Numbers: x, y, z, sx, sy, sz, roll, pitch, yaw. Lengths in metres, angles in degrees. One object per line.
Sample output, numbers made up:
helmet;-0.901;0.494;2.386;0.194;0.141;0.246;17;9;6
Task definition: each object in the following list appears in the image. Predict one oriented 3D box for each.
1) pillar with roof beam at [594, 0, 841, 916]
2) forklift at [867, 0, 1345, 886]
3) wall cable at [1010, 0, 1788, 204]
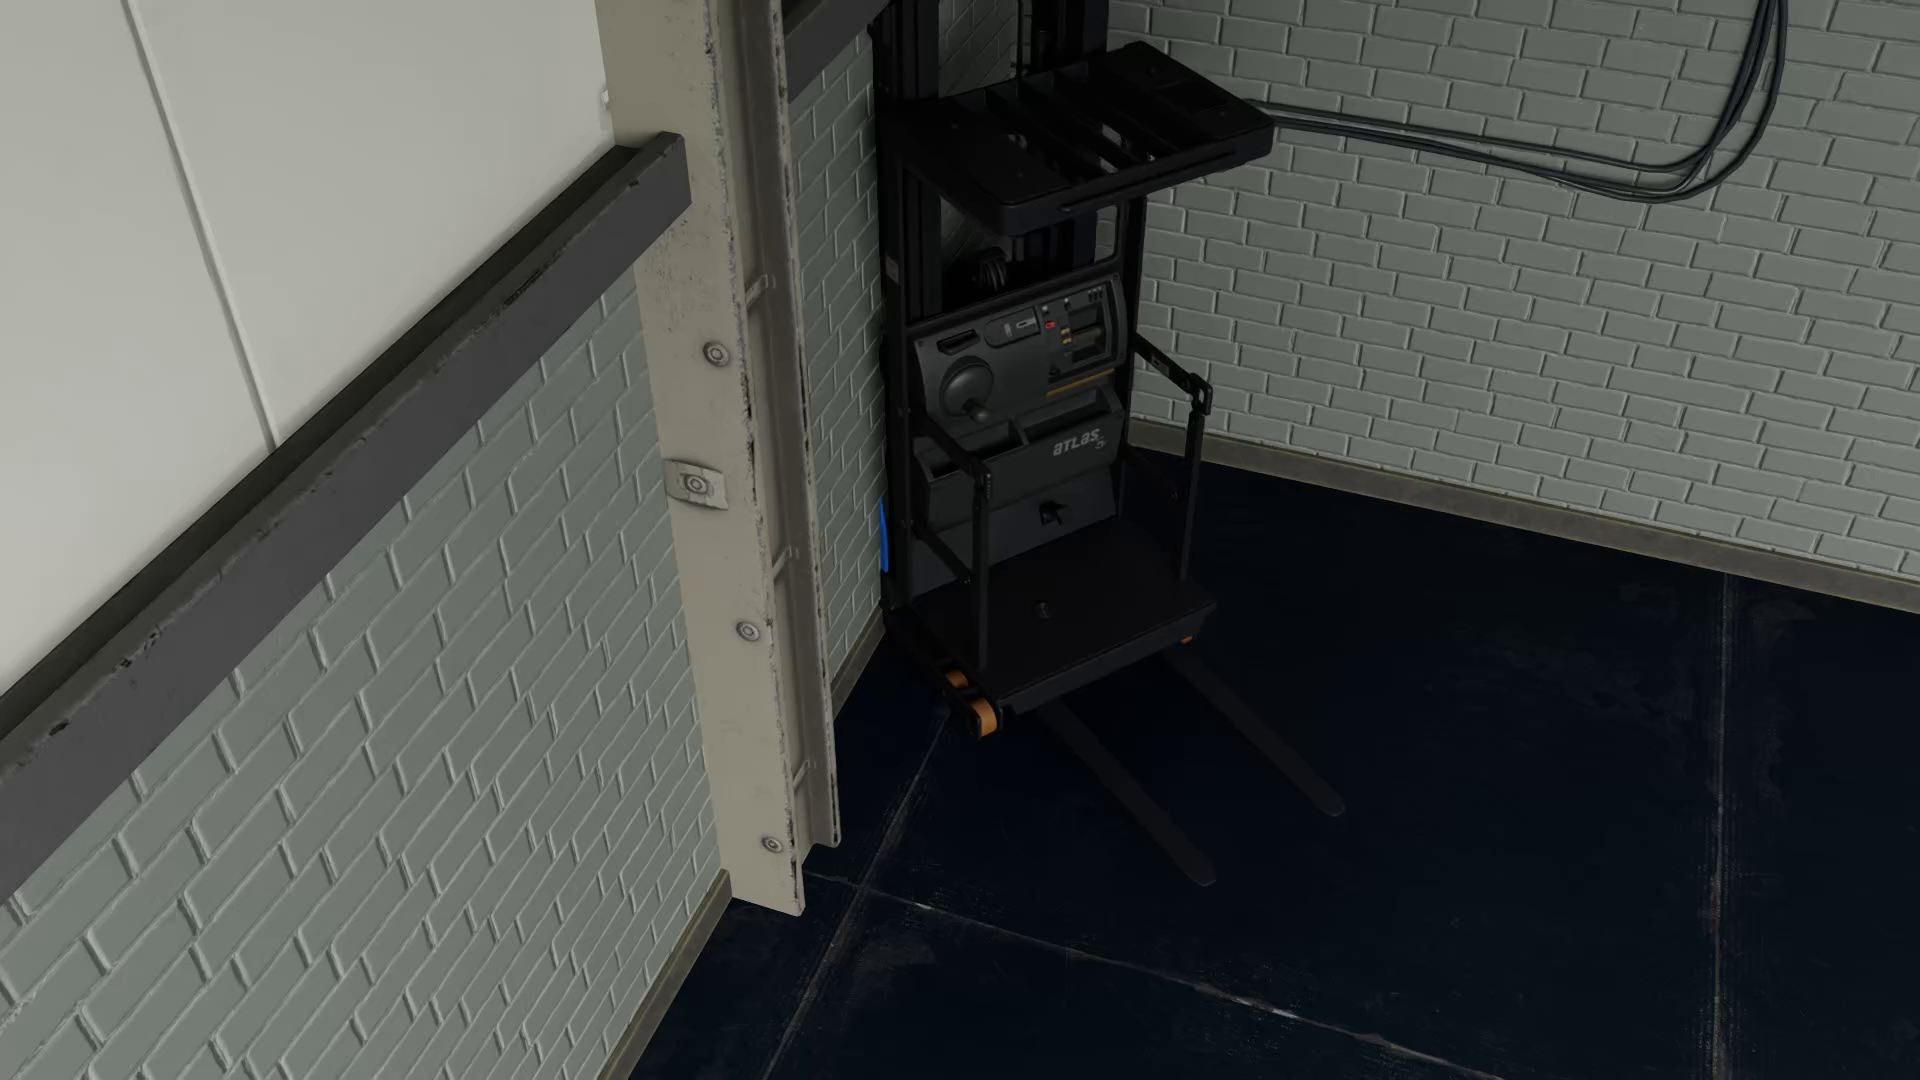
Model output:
pillar with roof beam;3.381;-1.243;2.228;9.100;9.000;0.400;13;42;15
forklift;0.356;-0.663;6.222;1.130;2.935;3.031;-22;45;-24
wall cable;1.586;-2.521;6.118;3.097;2.526;0.112;13;42;15
